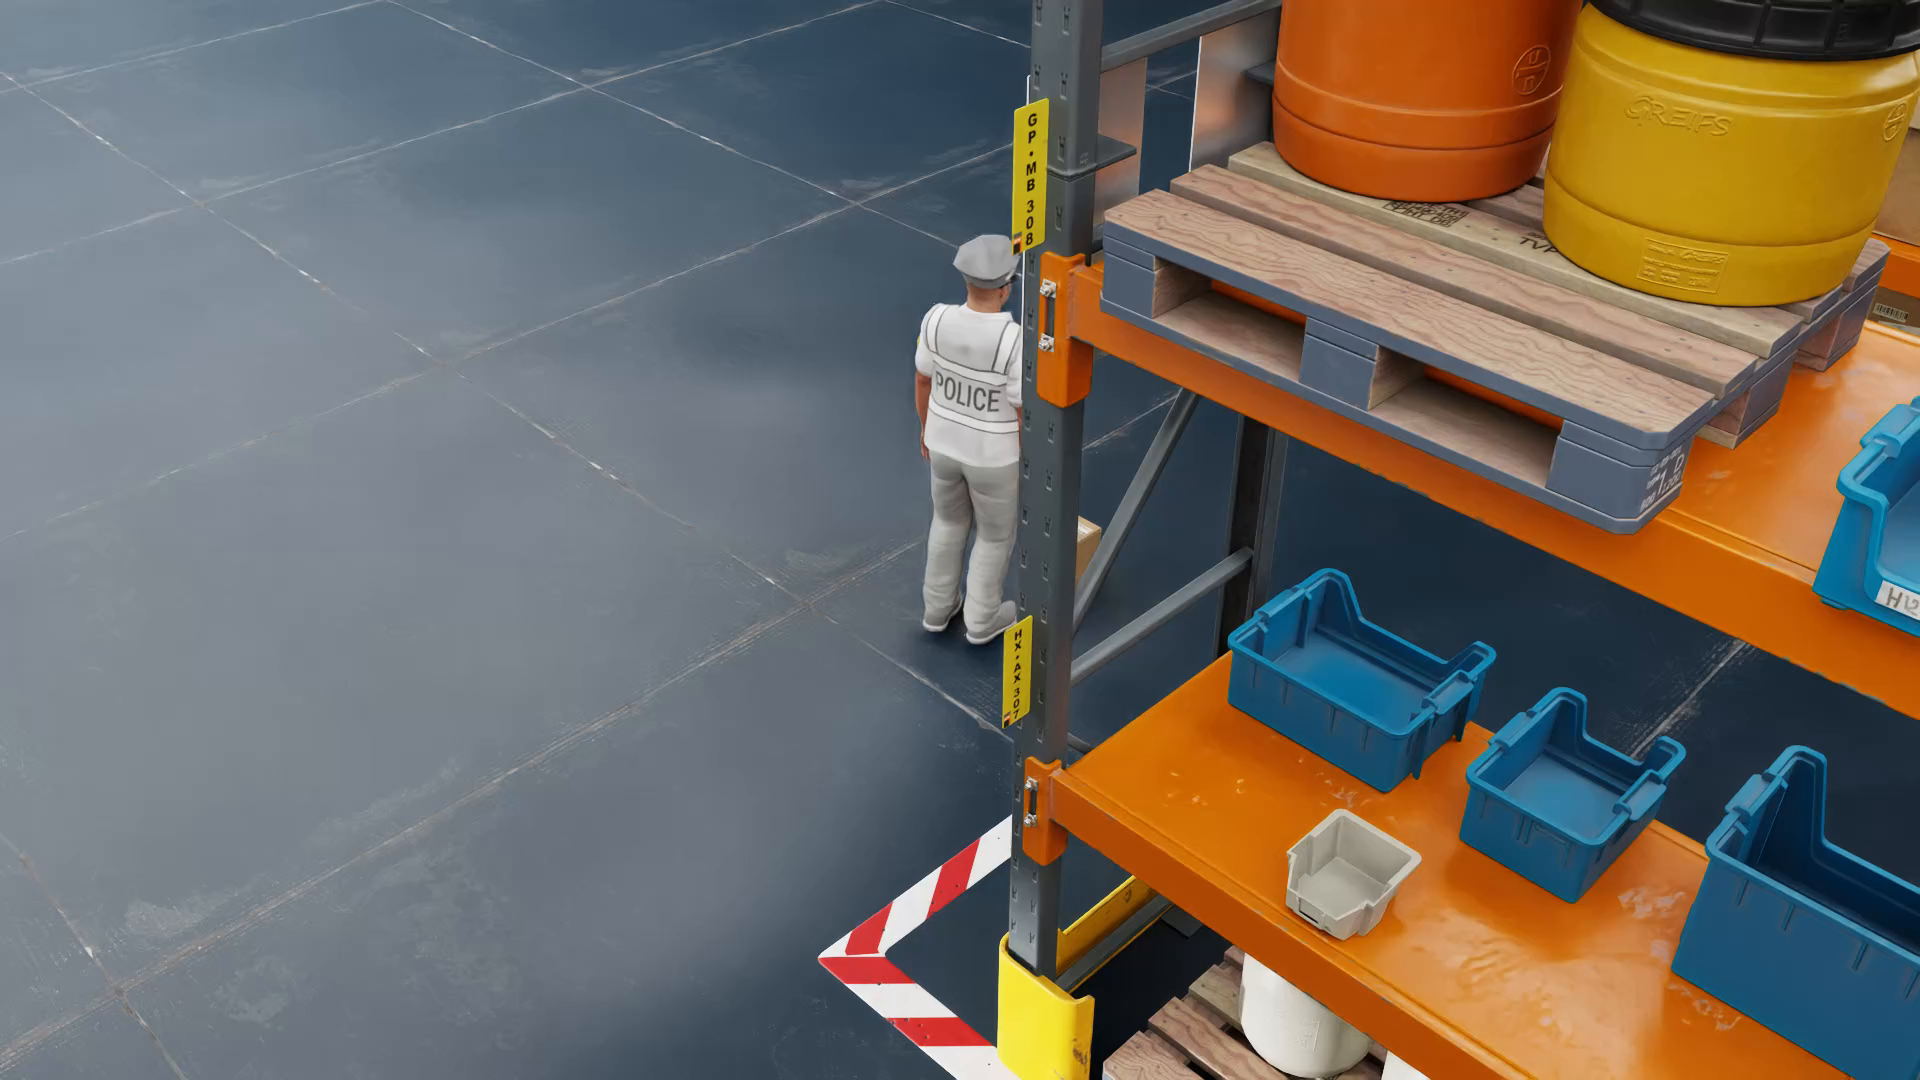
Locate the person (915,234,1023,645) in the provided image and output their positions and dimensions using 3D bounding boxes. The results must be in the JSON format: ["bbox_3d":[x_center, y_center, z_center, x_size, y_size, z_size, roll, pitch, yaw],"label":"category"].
[{"bbox_3d":[0.076,-0.368,6.638,0.579,1.764,0.424,20,40,26],"label":"person"}]
